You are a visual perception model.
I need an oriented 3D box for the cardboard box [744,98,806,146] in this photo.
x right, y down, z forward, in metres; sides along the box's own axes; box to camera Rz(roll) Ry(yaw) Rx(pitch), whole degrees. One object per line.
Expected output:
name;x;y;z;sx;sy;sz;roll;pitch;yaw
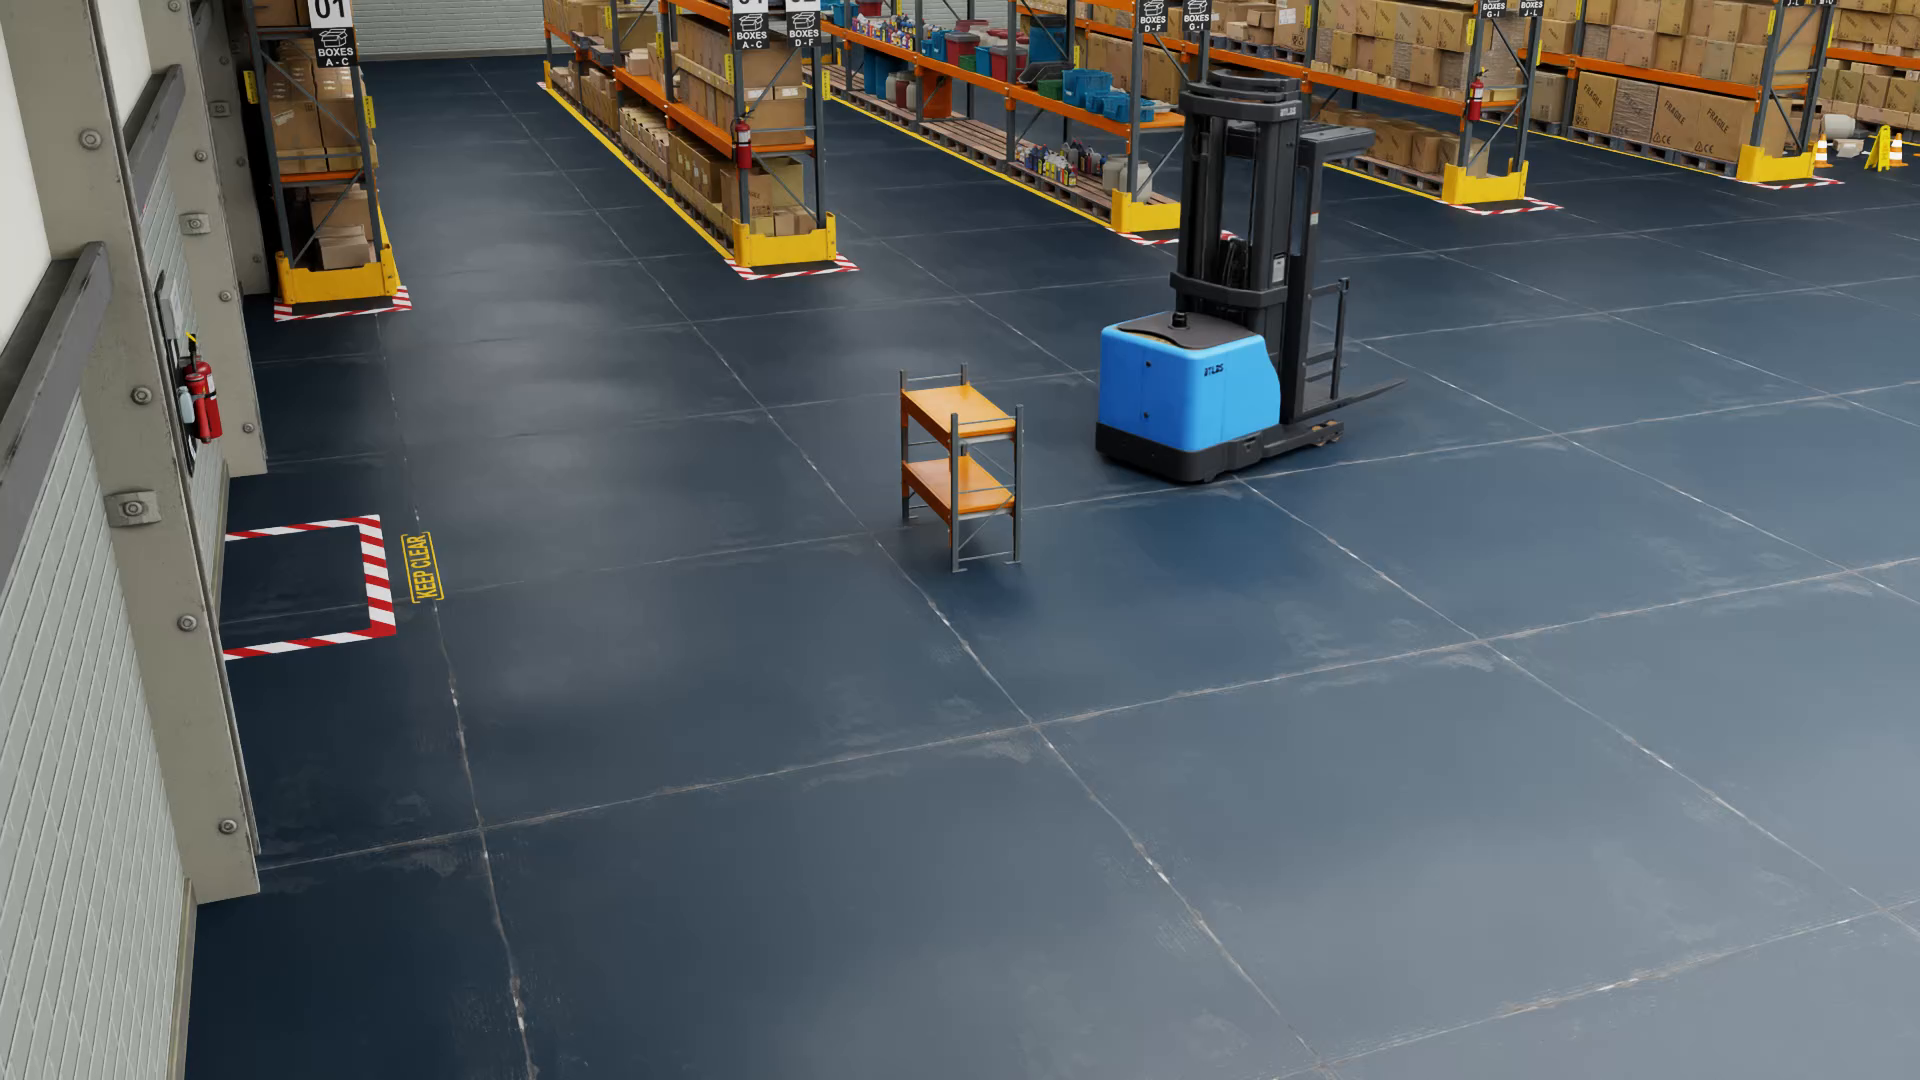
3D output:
cardboard box;-2.209;-4.899;19.382;0.700;0.500;0.500;-8;24;-19

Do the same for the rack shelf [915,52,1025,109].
rack shelf;0.459;-7.208;25.916;1.077;0.370;4.000;-8;24;-19

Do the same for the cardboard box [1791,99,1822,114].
cardboard box;14.176;-7.125;28.009;0.500;0.500;0.500;8;24;18

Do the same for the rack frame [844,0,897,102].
rack frame;-1.660;-9.720;30.949;1.000;3.000;0.127;-8;24;-19

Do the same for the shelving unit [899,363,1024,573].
shelving unit;-0.002;-0.521;11.537;0.538;1.125;1.048;-8;24;-19

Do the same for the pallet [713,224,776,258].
pallet;-2.366;-3.668;20.182;1.003;0.211;1.213;-8;24;-19

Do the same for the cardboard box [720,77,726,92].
cardboard box;-2.641;-5.418;19.780;0.380;0.149;0.250;-8;24;-18

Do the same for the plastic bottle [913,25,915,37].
plastic bottle;-0.735;-8.938;29.157;0.144;0.351;0.185;-8;24;-19

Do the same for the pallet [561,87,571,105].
pallet;-6.972;-8.450;31.527;1.003;0.211;1.213;-8;24;-19

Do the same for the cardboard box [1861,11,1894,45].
cardboard box;15.329;-8.474;27.481;0.500;0.500;0.500;-9;24;-19

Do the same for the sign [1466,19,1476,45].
sign;6.686;-6.649;21.766;0.100;0.325;0.005;-8;24;-19

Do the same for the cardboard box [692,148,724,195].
cardboard box;-3.067;-4.650;20.956;0.500;0.500;0.500;-8;24;-19

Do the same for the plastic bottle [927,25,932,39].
plastic bottle;-0.521;-8.874;29.108;0.097;0.271;0.097;0;23;0

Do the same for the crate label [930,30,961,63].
crate label;-0.149;-7.884;26.549;0.502;0.435;0.616;-8;24;-19

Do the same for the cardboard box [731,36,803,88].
cardboard box;-2.228;-5.516;19.175;0.700;0.500;0.500;-8;24;-19

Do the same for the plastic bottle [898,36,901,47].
plastic bottle;-0.998;-8.498;28.305;0.097;0.201;0.097;0;23;0

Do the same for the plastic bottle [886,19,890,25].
plastic bottle;-1.329;-9.505;30.696;0.097;0.201;0.097;0;23;0

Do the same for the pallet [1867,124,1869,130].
pallet;15.341;-7.328;28.865;1.003;0.211;1.213;-8;24;-19

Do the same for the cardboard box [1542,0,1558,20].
cardboard box;10.111;-9.009;27.847;0.700;0.500;0.500;-9;24;-20

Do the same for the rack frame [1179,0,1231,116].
rack frame;4.386;-8.946;29.113;1.000;3.000;0.127;-8;24;-19

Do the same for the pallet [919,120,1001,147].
pallet;-0.010;-6.695;27.362;1.003;0.211;1.213;-8;24;-19

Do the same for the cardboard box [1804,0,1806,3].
cardboard box;14.693;-9.365;29.055;0.500;0.500;0.500;-9;24;-20

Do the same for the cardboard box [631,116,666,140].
cardboard box;-4.601;-6.167;24.797;0.500;0.311;0.500;-9;24;-20

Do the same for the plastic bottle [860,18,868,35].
plastic bottle;-1.724;-9.309;30.134;0.152;0.276;0.135;-8;24;-19

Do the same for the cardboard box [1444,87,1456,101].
cardboard box;6.831;-6.089;22.659;0.380;0.149;0.250;-8;24;-19

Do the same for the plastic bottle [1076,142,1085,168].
plastic bottle;1.731;-5.531;23.854;0.144;0.351;0.185;-10;25;-22

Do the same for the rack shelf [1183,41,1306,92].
rack shelf;5.093;-7.888;27.528;1.077;0.370;4.000;-8;24;-19

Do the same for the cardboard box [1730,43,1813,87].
cardboard box;11.715;-6.881;24.020;0.875;0.550;0.550;-8;24;-19

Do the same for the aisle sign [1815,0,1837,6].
aisle sign;12.194;-7.896;23.275;0.394;0.787;0.004;-8;24;-19

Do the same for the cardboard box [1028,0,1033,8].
cardboard box;1.653;-11.282;34.979;0.380;0.149;0.250;-9;24;-20

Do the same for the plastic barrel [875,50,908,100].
plastic barrel;-1.234;-8.489;30.190;0.600;0.901;0.708;-8;24;-19

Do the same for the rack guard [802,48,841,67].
rack guard;-3.094;-10.028;34.899;1.175;0.500;0.348;-8;24;-19

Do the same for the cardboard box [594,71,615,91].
cardboard box;-5.822;-7.683;27.803;0.500;0.250;0.500;-9;24;-20

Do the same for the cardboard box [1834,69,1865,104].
cardboard box;15.226;-7.680;28.143;0.500;0.500;0.500;-7;24;-17

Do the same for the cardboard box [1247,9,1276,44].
cardboard box;5.101;-8.351;27.027;0.797;0.503;0.637;-6;24;-14

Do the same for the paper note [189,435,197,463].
paper note;-4.791;-0.573;10.381;0.016;0.148;0.142;-8;24;-19

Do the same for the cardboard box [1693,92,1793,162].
cardboard box;11.587;-6.135;24.638;0.875;0.875;0.875;-8;24;-19

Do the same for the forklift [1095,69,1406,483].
forklift;2.524;-2.248;13.310;3.031;2.935;1.130;-19;29;-37

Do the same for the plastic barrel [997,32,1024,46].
plastic barrel;0.774;-7.520;25.554;0.433;0.535;0.433;0;23;0

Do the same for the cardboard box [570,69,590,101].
cardboard box;-6.762;-8.260;30.138;0.500;0.500;0.500;-8;24;-19

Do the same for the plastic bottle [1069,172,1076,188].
plastic bottle;1.520;-4.880;22.502;0.097;0.201;0.097;0;23;0

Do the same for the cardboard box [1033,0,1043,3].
cardboard box;1.841;-11.338;34.599;0.500;0.250;0.500;-9;25;-21

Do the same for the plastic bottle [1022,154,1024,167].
plastic bottle;0.940;-5.476;23.917;0.097;0.201;0.097;0;23;0

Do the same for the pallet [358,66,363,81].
pallet;-9.164;-6.574;23.733;1.213;0.211;1.003;-8;24;-19

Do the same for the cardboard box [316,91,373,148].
cardboard box;-6.577;-4.501;17.768;0.500;0.500;0.500;-8;24;-19

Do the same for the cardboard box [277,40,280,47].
cardboard box;-9.340;-6.986;23.769;0.700;0.500;0.500;-11;25;-25

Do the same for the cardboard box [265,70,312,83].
cardboard box;-7.782;-5.170;19.355;0.500;0.500;0.500;-8;24;-18

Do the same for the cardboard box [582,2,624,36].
cardboard box;-6.035;-8.837;28.185;0.700;0.500;0.500;-5;23;-11

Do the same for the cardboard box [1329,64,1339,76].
cardboard box;5.784;-7.078;25.004;0.380;0.149;0.250;-8;24;-19

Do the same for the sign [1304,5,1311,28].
sign;5.281;-7.949;25.256;0.100;0.325;0.005;-8;24;-19

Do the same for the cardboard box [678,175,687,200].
cardboard box;-3.417;-4.669;21.964;0.500;0.250;0.500;-8;24;-19

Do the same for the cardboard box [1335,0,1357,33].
cardboard box;5.899;-7.756;24.492;0.500;0.500;0.500;-8;24;-19

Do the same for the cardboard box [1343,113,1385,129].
cardboard box;6.113;-6.176;25.219;0.500;0.500;0.500;-1;23;-2

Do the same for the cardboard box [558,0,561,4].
cardboard box;-7.078;-10.065;30.353;0.500;0.500;0.500;-8;24;-19
